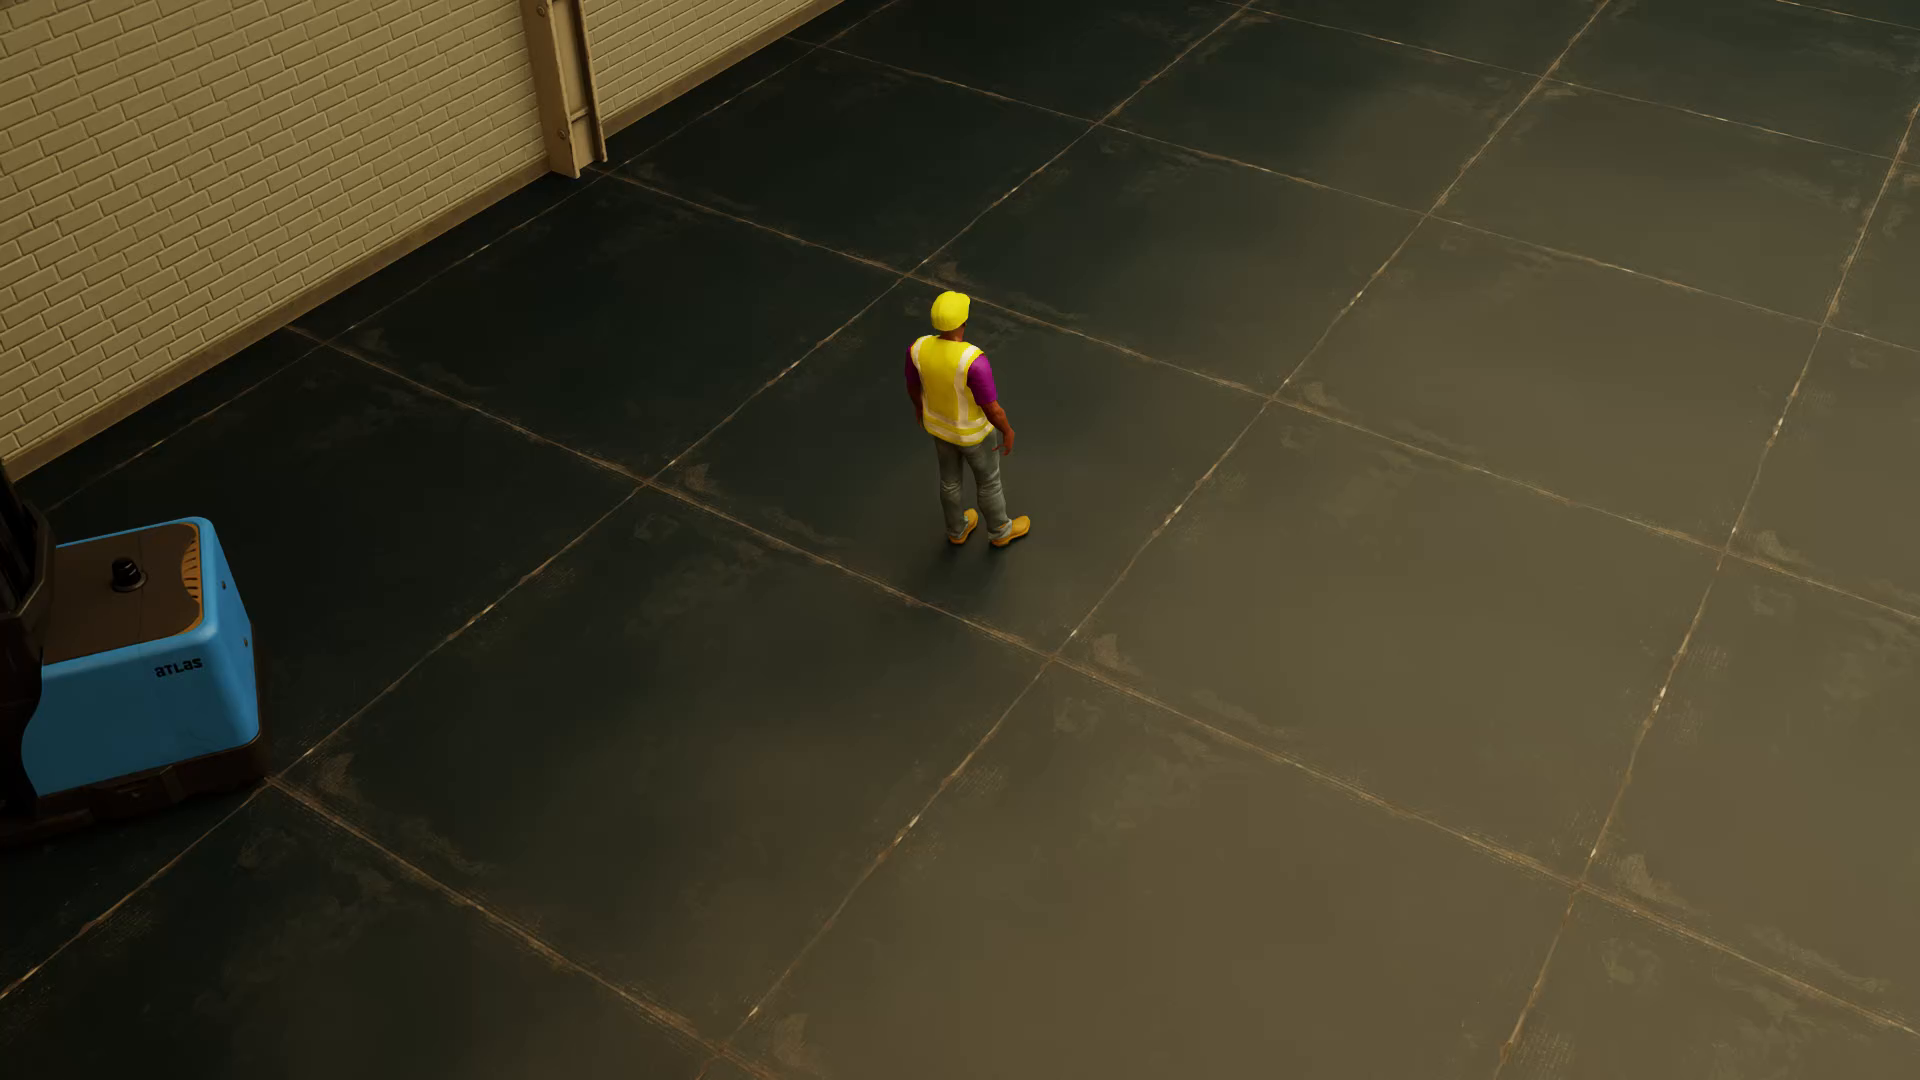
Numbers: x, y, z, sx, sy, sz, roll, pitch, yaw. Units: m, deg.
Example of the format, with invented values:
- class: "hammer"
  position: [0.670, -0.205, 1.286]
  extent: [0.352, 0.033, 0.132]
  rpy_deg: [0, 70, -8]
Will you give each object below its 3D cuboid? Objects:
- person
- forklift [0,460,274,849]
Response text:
- class: "person"
  position: [0.042, -0.716, 9.701]
  extent: [0.665, 1.768, 0.575]
  rpy_deg: [22, 45, 24]
- class: "forklift"
  position: [-5.178, 0.188, 7.745]
  extent: [3.031, 2.935, 1.130]
  rpy_deg: [-14, 42, -16]
